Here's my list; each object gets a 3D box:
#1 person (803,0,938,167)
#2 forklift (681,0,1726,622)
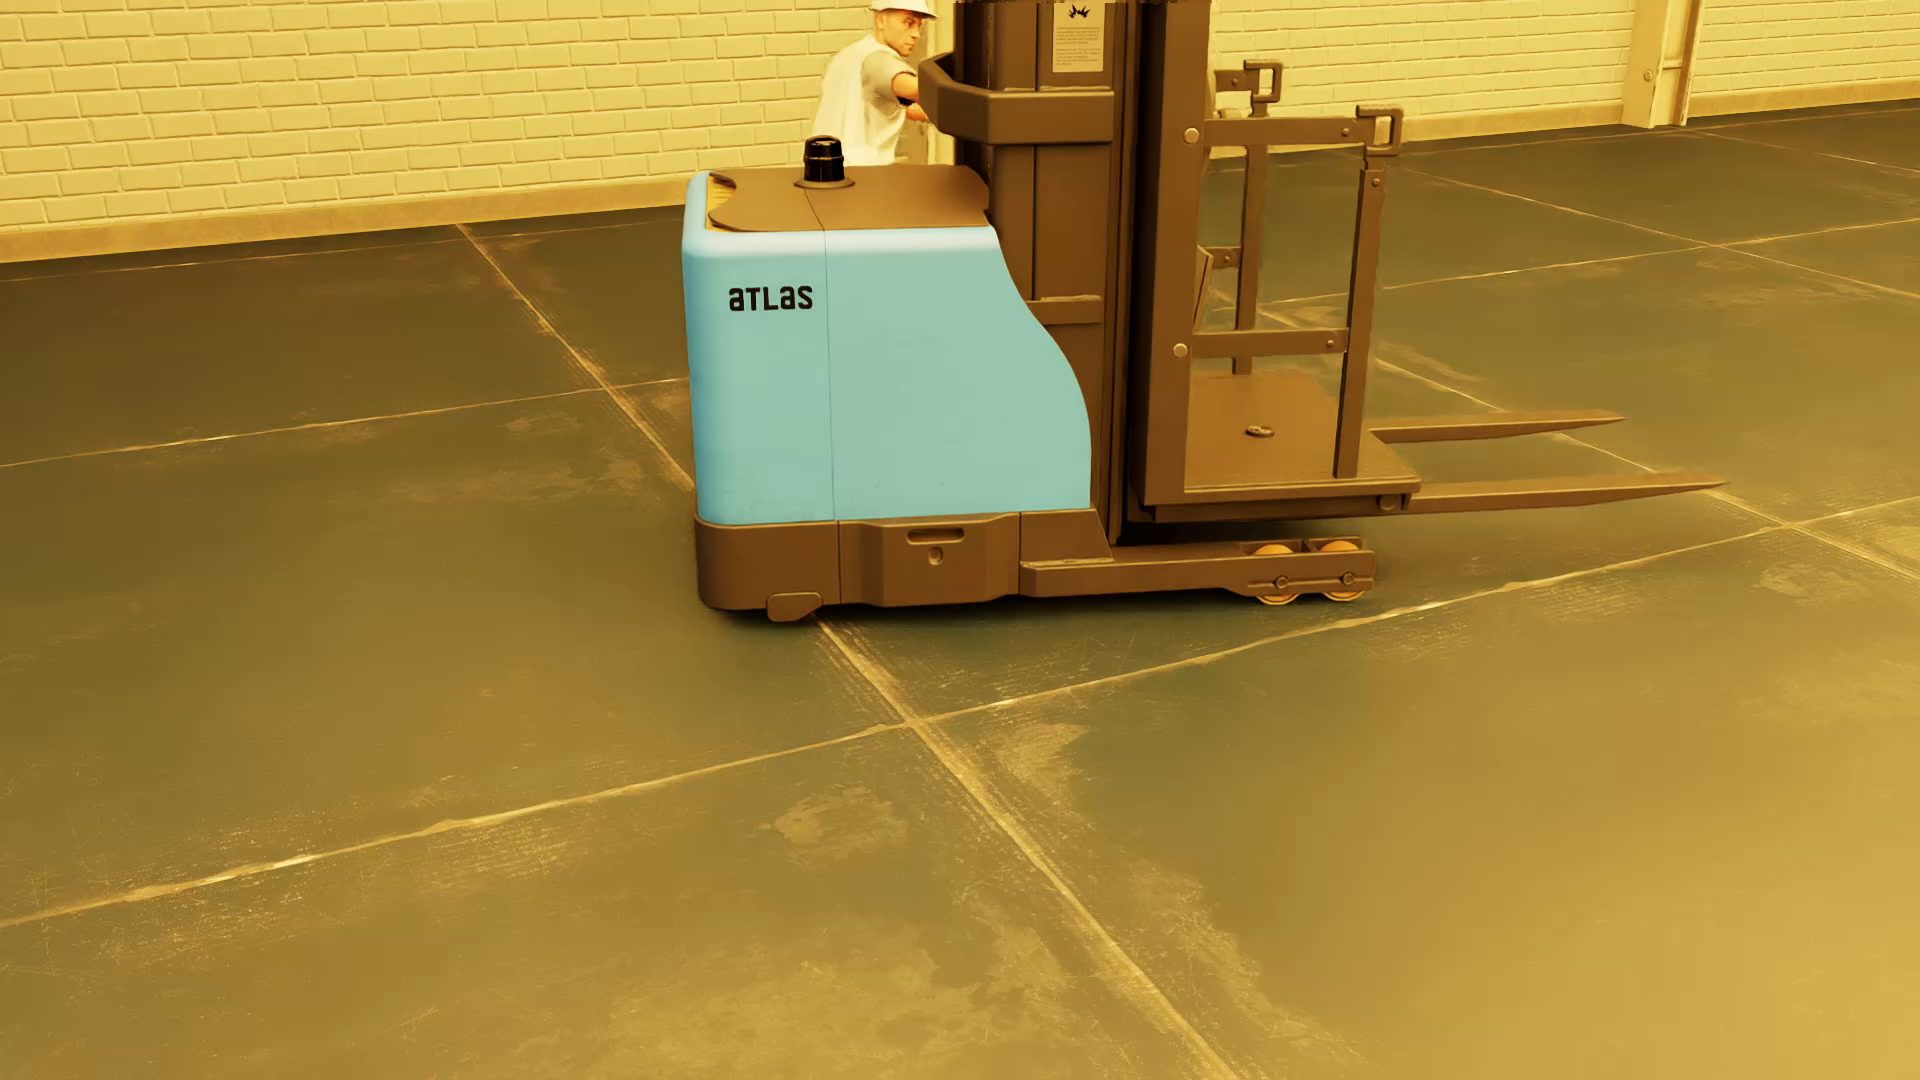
[{"bbox_3d":[-0.133,-1.455,6.680,0.845,1.507,1.130,15,27,32],"label":"person"},{"bbox_3d":[0.733,-1.369,4.582,3.031,2.935,1.130,-3,23,-7],"label":"forklift"}]
